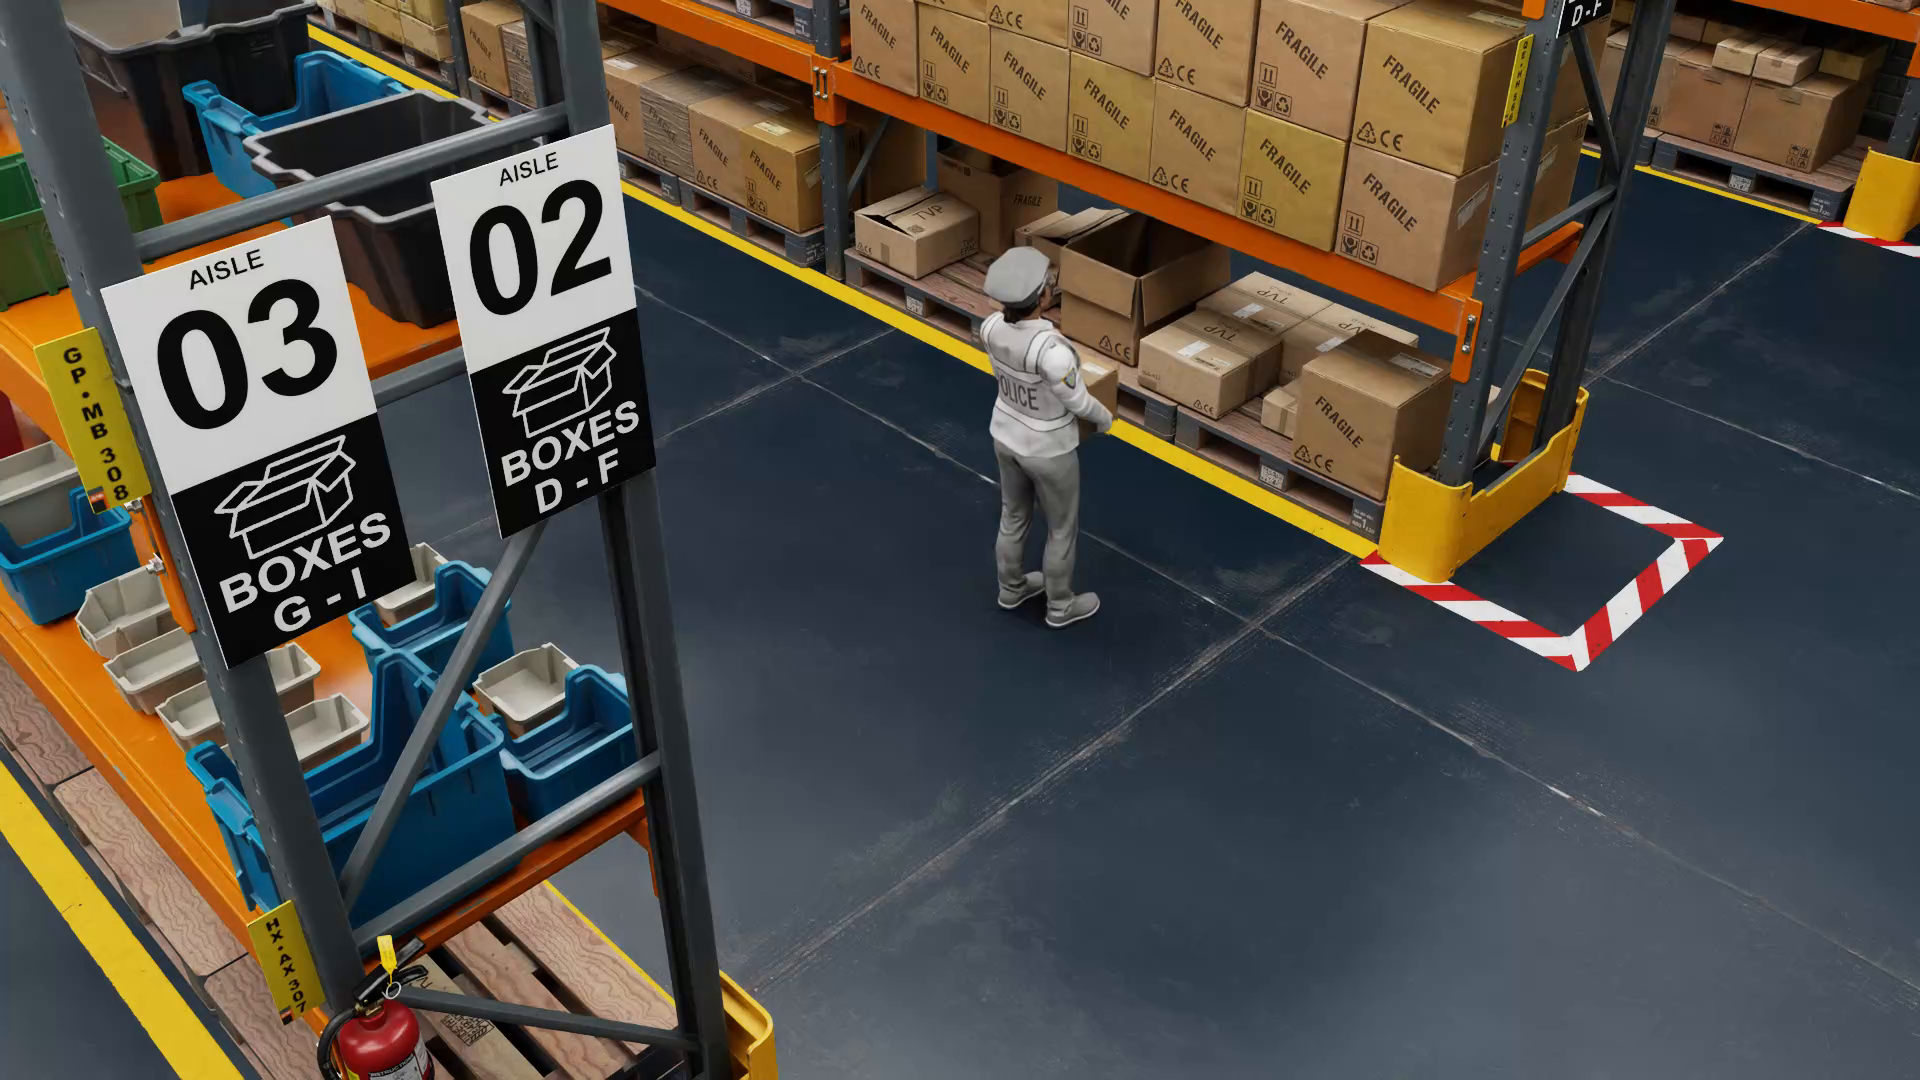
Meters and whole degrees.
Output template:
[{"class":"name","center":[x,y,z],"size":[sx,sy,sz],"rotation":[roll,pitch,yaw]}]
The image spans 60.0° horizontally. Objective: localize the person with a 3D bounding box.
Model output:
[{"class":"person","center":[0.336,-0.416,6.692],"size":[0.543,1.700,0.468],"rotation":[-28,44,-33]}]
